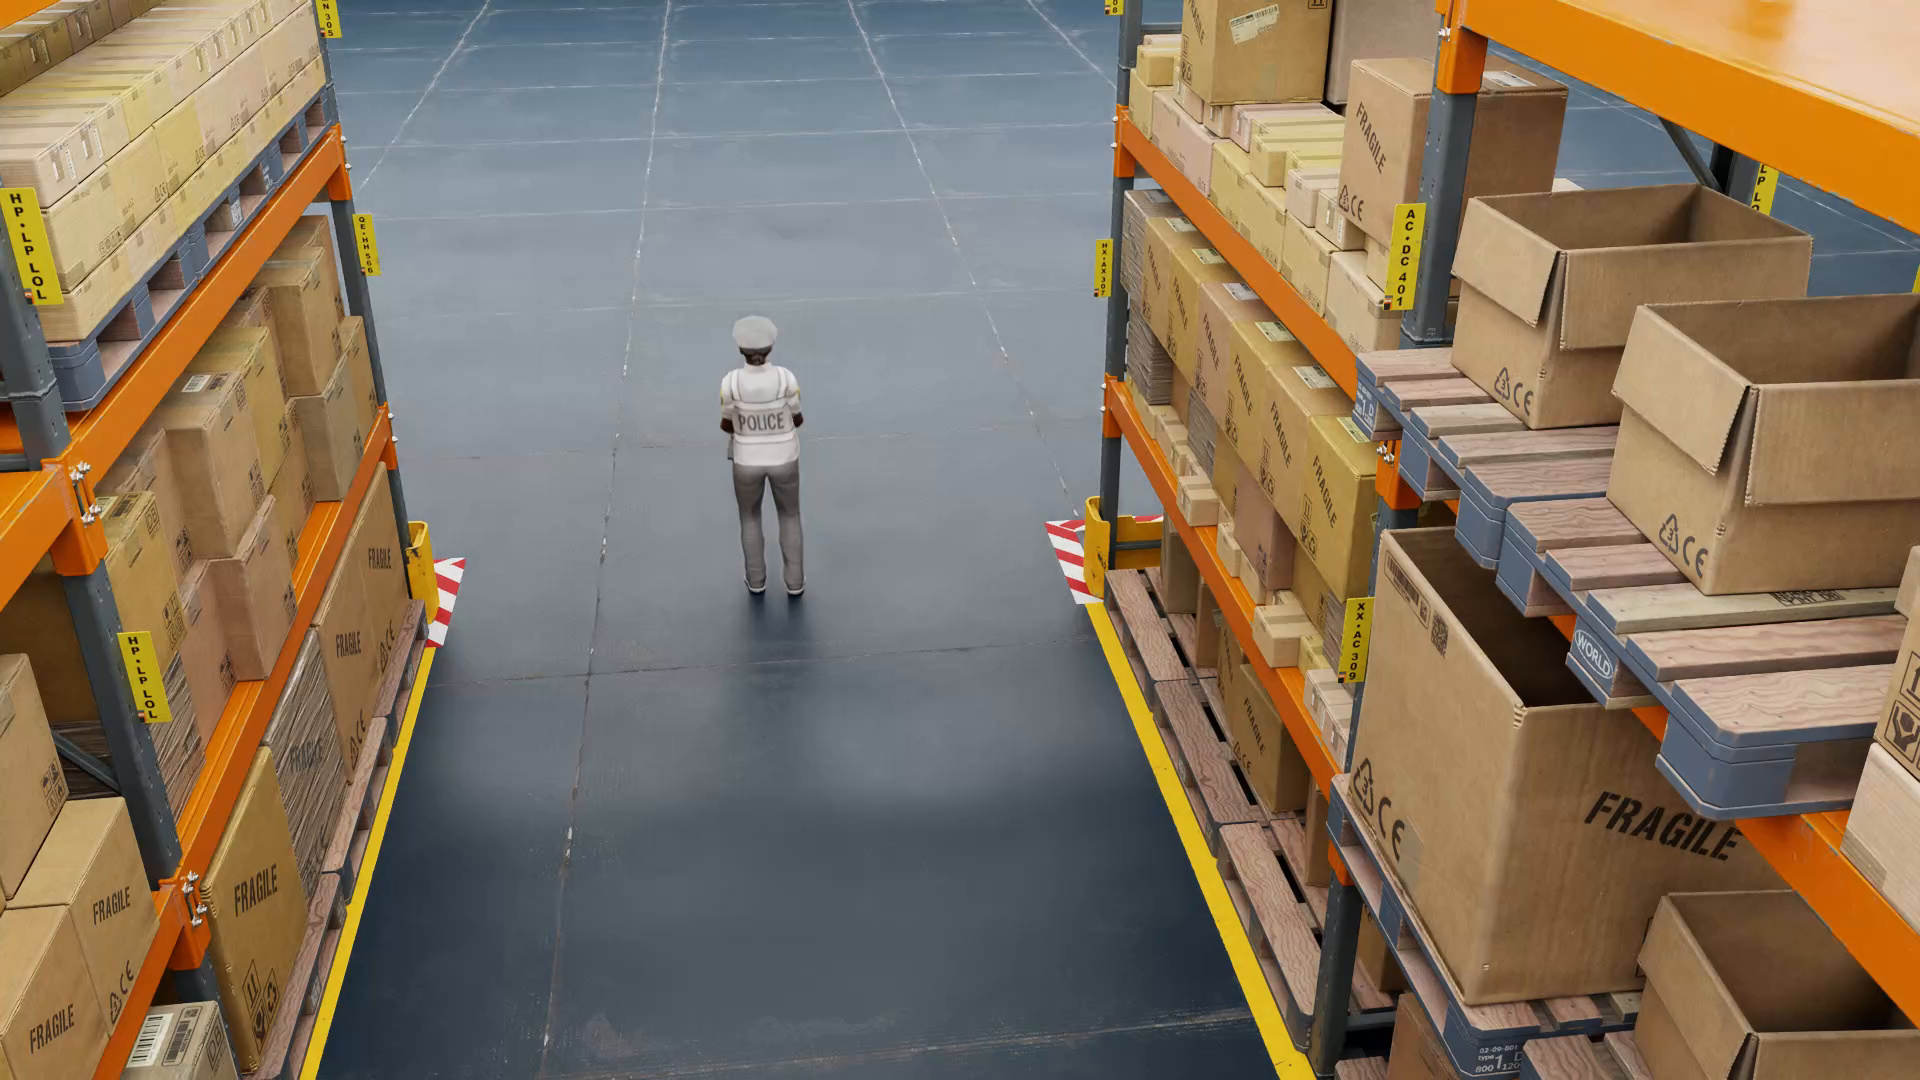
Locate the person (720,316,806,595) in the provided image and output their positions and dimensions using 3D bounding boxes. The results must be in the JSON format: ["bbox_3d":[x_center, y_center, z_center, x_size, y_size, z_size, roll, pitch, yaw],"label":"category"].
[{"bbox_3d":[-1.126,-0.493,9.536,0.468,1.692,0.503,-4,28,-7],"label":"person"}]
